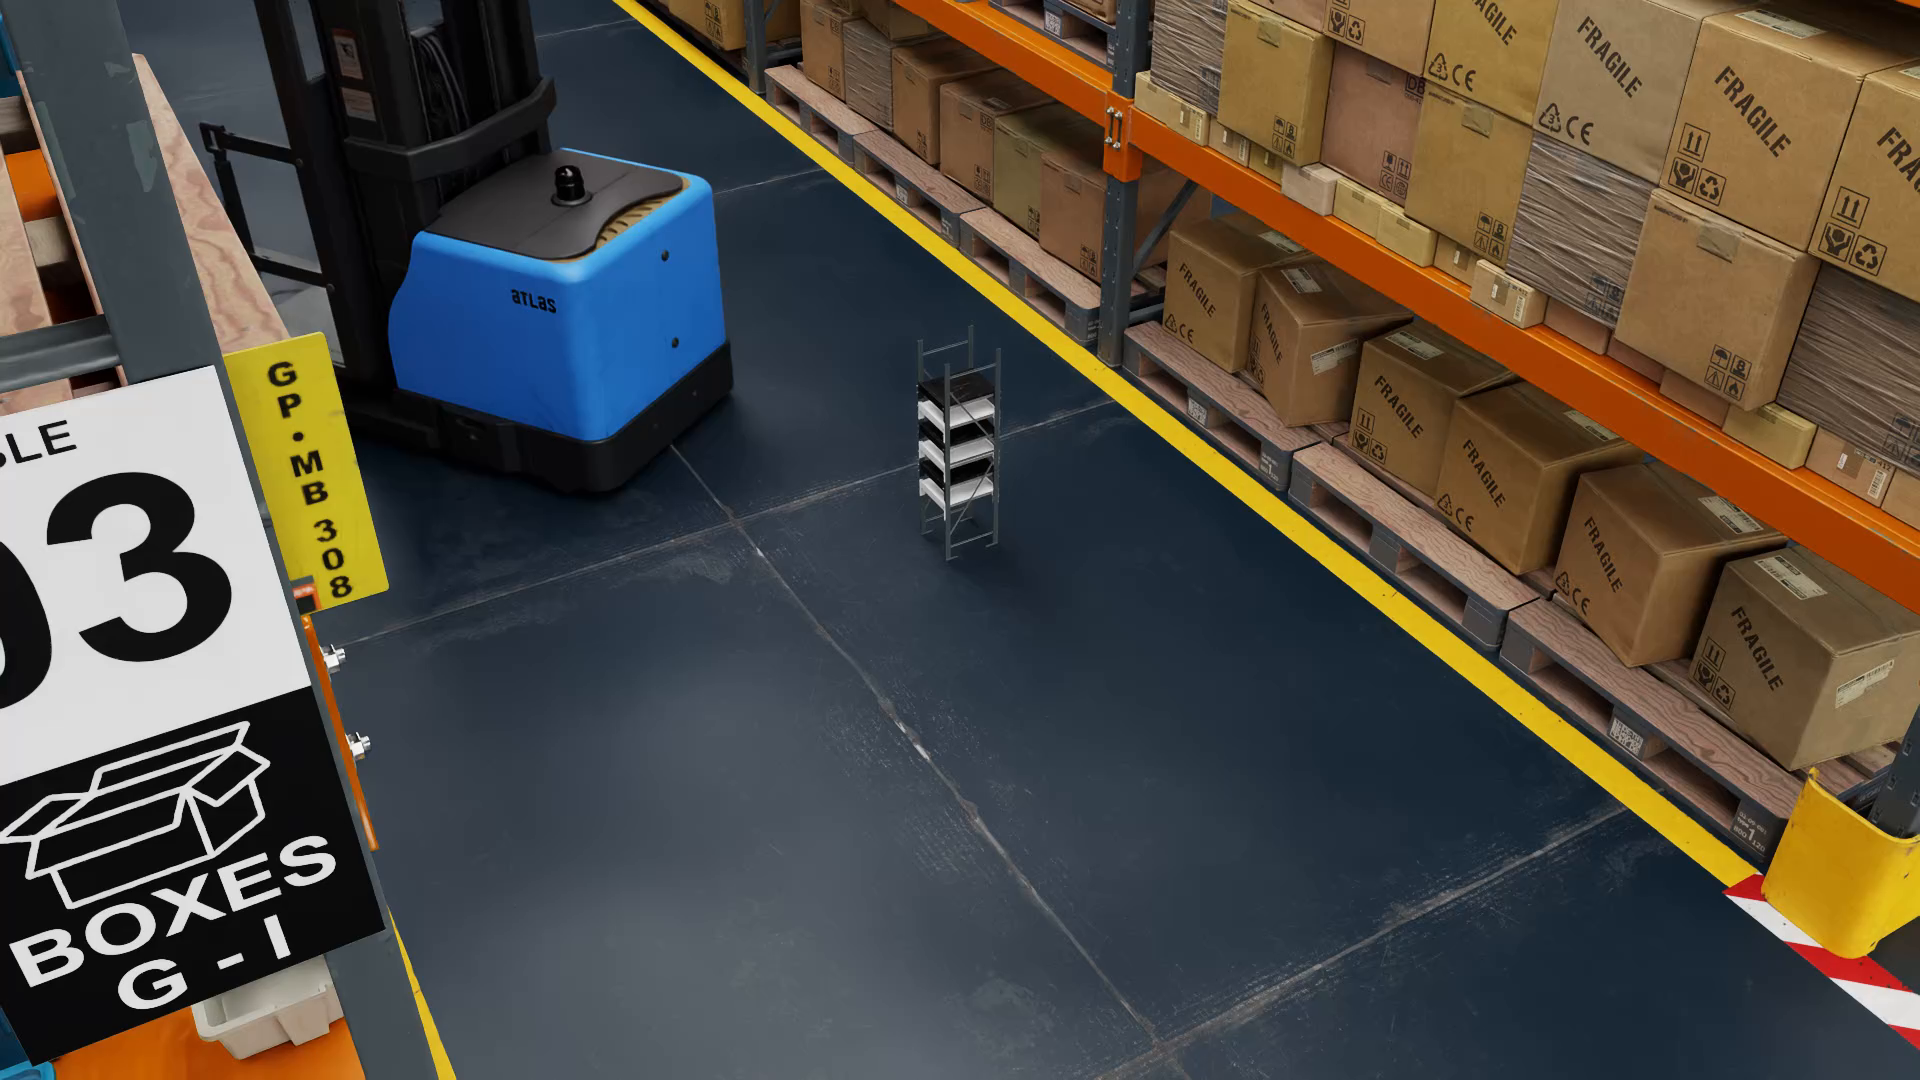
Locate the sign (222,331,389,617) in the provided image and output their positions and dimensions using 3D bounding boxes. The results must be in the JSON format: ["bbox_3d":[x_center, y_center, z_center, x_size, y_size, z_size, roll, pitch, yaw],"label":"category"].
[{"bbox_3d":[-0.681,-0.063,1.742,0.100,0.325,0.005,-19,40,-24],"label":"sign"}]

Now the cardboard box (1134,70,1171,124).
[{"bbox_3d":[0.962,-1.894,7.013,0.380,0.149,0.250,-19,40,-24],"label":"cardboard box"}]

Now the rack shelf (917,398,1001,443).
[{"bbox_3d":[-0.004,-0.486,6.404,0.258,0.077,0.200,-19,40,-24],"label":"rack shelf"}]

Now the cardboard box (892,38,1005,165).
[{"bbox_3d":[0.039,-2.501,9.377,0.700,0.500,0.500,-16,39,-20],"label":"cardboard box"}]

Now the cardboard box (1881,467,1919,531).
[{"bbox_3d":[2.802,-0.137,4.608,0.380,0.149,0.250,-19,40,-24],"label":"cardboard box"}]

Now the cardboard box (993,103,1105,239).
[{"bbox_3d":[0.601,-1.931,8.597,0.700,0.500,0.500,-19,40,-24],"label":"cardboard box"}]

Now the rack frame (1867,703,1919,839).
[{"bbox_3d":[3.124,-0.155,4.418,1.000,3.000,0.127,-19,40,-24],"label":"rack frame"}]

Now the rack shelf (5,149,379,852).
[{"bbox_3d":[-2.163,-0.628,3.133,1.077,0.370,4.000,-19,40,-24],"label":"rack shelf"}]

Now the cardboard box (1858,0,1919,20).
[{"bbox_3d":[2.838,-1.337,4.853,0.500,0.500,0.500,-19,40,-24],"label":"cardboard box"}]

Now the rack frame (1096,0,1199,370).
[{"bbox_3d":[1.114,-2.194,7.211,1.000,3.000,0.127,-19,40,-24],"label":"rack frame"}]

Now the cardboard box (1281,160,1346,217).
[{"bbox_3d":[1.450,-1.379,6.308,0.380,0.149,0.250,-19,40,-24],"label":"cardboard box"}]

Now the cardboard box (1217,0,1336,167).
[{"bbox_3d":[1.508,-1.842,6.391,0.875,0.500,0.500,-19,40,-24],"label":"cardboard box"}]

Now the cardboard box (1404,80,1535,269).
[{"bbox_3d":[2.061,-1.349,5.717,0.875,0.500,0.500,-19,40,-24],"label":"cardboard box"}]

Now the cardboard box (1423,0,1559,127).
[{"bbox_3d":[1.885,-1.693,5.339,0.500,0.500,0.500,-19,40,-24],"label":"cardboard box"}]

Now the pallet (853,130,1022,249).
[{"bbox_3d":[0.105,-2.088,9.430,1.003,0.211,1.213,-19,40,-24],"label":"pallet"}]

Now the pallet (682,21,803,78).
[{"bbox_3d":[-1.226,-3.533,11.408,1.003,0.211,1.213,-19,40,-24],"label":"pallet"}]

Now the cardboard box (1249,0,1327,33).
[{"bbox_3d":[1.373,-2.199,6.033,0.500,0.500,0.500,-19,40,-24],"label":"cardboard box"}]

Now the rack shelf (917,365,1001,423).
[{"bbox_3d":[-0.004,-0.559,6.351,0.258,0.077,0.200,-19,40,-24],"label":"rack shelf"}]

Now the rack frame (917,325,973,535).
[{"bbox_3d":[-0.055,-0.419,6.561,0.240,0.900,0.006,-19,40,-24],"label":"rack frame"}]

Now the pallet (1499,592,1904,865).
[{"bbox_3d":[2.708,0.508,5.876,1.003,0.211,1.213,-19,40,-24],"label":"pallet"}]

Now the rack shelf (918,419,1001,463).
[{"bbox_3d":[-0.004,-0.413,6.457,0.258,0.077,0.200,-19,40,-24],"label":"rack shelf"}]

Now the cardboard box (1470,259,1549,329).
[{"bbox_3d":[1.958,-0.871,5.612,0.380,0.149,0.250,-19,40,-24],"label":"cardboard box"}]

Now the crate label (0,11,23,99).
[{"bbox_3d":[-1.813,-0.891,3.009,0.502,0.251,0.408,-19,40,-24],"label":"crate label"}]

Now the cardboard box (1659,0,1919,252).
[{"bbox_3d":[2.378,-1.179,4.637,0.500,0.500,0.500,-19,40,-24],"label":"cardboard box"}]

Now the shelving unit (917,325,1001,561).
[{"bbox_3d":[-0.004,-0.368,6.490,0.258,0.900,0.210,-19,40,-24],"label":"shelving unit"}]

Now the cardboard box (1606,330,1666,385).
[{"bbox_3d":[2.305,-0.649,5.308,0.380,0.149,0.250,-19,40,-24],"label":"cardboard box"}]

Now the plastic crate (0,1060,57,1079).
[{"bbox_3d":[-1.669,1.207,2.681,0.499,0.251,0.616,-19,40,-24],"label":"plastic crate"}]

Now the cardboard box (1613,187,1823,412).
[{"bbox_3d":[2.516,-0.823,4.997,0.875,0.500,0.500,-19,40,-24],"label":"cardboard box"}]

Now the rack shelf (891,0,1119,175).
[{"bbox_3d":[0.109,-2.924,8.820,1.077,0.370,4.000,-19,40,-24],"label":"rack shelf"}]

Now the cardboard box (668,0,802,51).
[{"bbox_3d":[-1.224,-3.904,10.997,1.225,0.875,0.875,-21,41,-26],"label":"cardboard box"}]

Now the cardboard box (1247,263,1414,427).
[{"bbox_3d":[1.575,-0.849,7.132,0.500,0.500,0.500,-7,37,-9],"label":"cardboard box"}]

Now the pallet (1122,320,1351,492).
[{"bbox_3d":[1.482,-0.736,7.579,1.003,0.211,1.213,-19,40,-24],"label":"pallet"}]

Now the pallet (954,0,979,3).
[{"bbox_3d":[0.135,-3.159,8.695,1.003,0.211,1.213,-19,40,-24],"label":"pallet"}]

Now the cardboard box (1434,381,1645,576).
[{"bbox_3d":[2.196,-0.258,6.323,0.500,0.500,0.500,-15,39,-20],"label":"cardboard box"}]

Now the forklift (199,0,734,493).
[{"bbox_3d":[-2.590,-1.971,6.964,3.031,2.935,1.130,16,39,21],"label":"forklift"}]

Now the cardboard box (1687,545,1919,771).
[{"bbox_3d":[2.825,0.362,5.475,0.500,0.500,0.500,-12,38,-16],"label":"cardboard box"}]

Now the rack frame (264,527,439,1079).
[{"bbox_3d":[-1.159,1.313,2.409,1.000,3.000,0.127,-19,40,-24],"label":"rack frame"}]

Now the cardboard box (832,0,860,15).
[{"bbox_3d":[-0.533,-3.373,9.935,0.500,0.250,0.500,-17,40,-22],"label":"cardboard box"}]

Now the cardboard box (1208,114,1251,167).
[{"bbox_3d":[1.226,-1.644,6.670,0.380,0.149,0.250,-19,40,-24],"label":"cardboard box"}]

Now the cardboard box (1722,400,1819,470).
[{"bbox_3d":[2.507,-0.377,4.936,0.380,0.149,0.250,-19,40,-24],"label":"cardboard box"}]

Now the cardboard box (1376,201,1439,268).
[{"bbox_3d":[1.727,-1.133,5.971,0.380,0.149,0.250,-19,40,-24],"label":"cardboard box"}]

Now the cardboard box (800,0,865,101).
[{"bbox_3d":[-0.541,-3.067,10.152,0.700,0.500,0.500,-21,41,-26],"label":"cardboard box"}]
